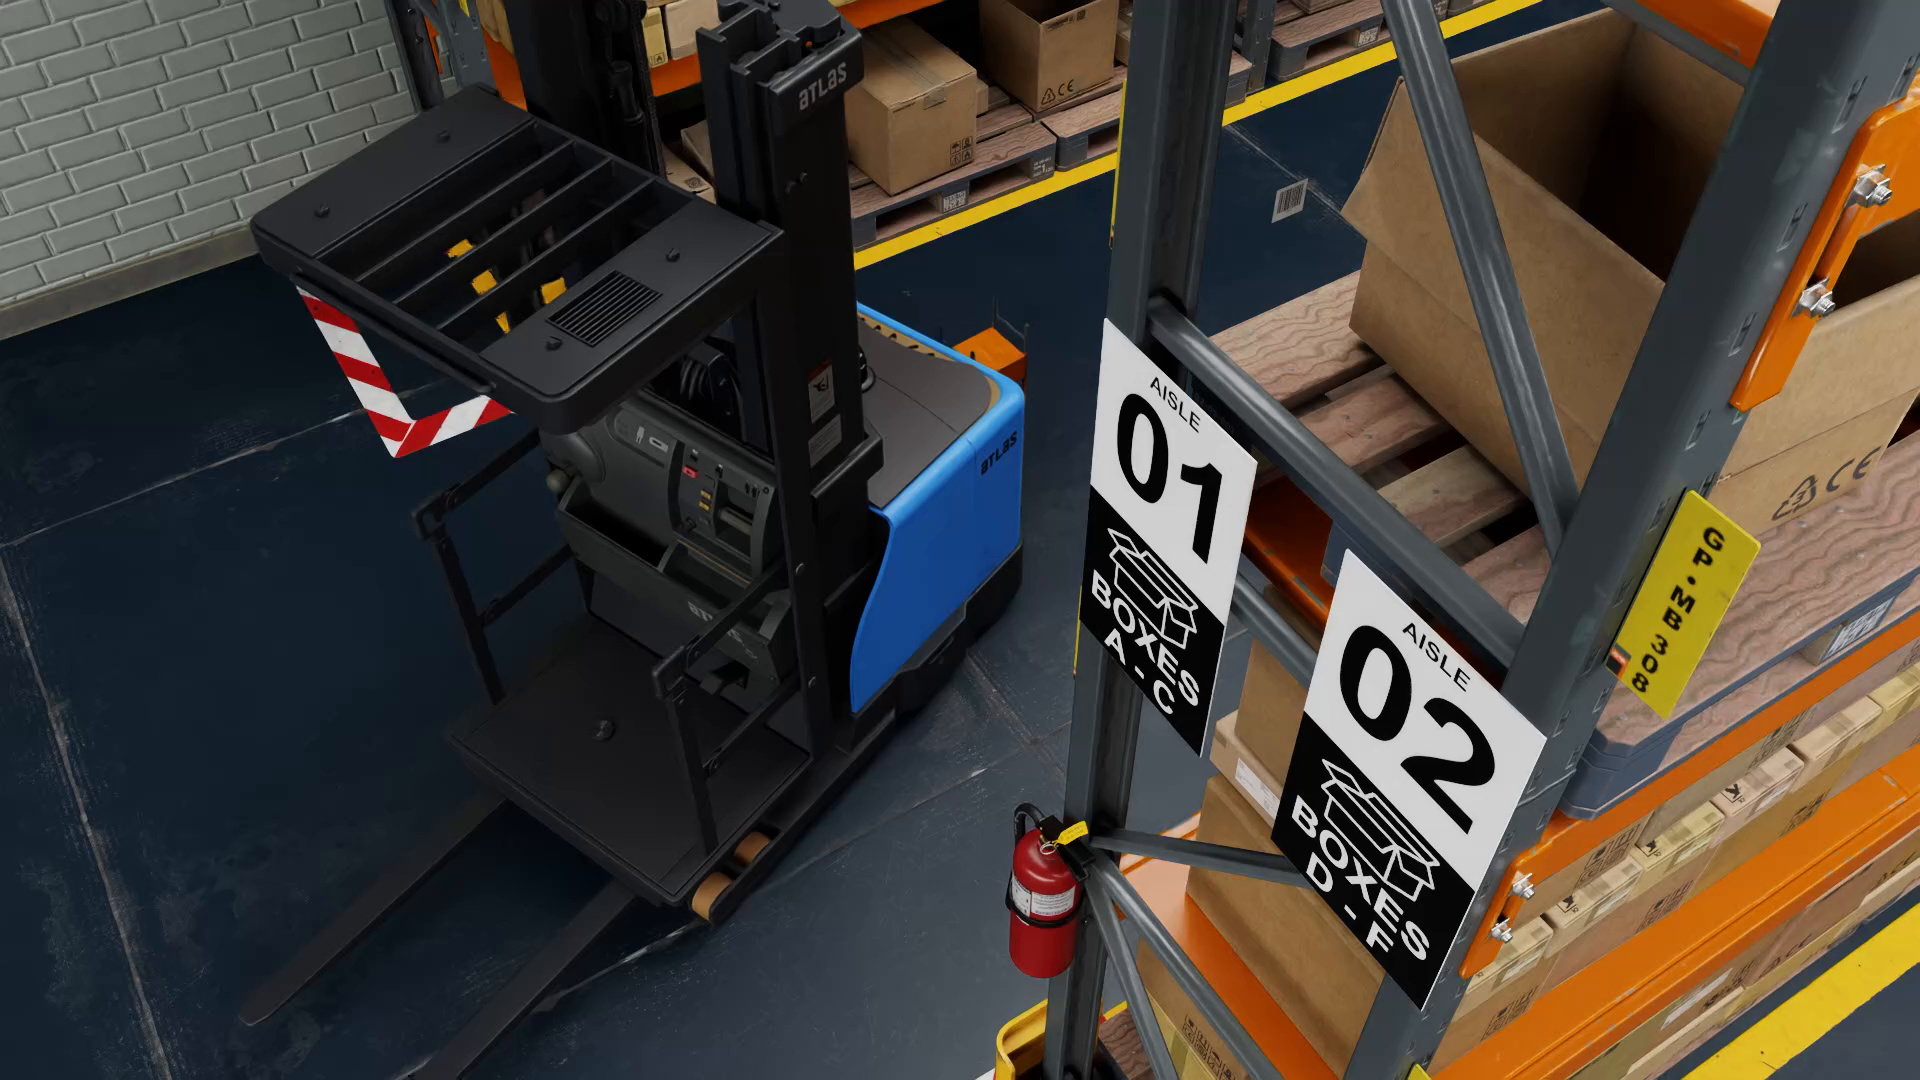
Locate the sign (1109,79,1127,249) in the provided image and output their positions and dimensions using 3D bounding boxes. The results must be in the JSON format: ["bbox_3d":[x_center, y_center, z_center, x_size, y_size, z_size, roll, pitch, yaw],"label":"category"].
[{"bbox_3d":[0.280,-0.570,2.646,0.005,0.325,0.100,-25,53,-21],"label":"sign"}]

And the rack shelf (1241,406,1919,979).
[{"bbox_3d":[2.249,-0.511,3.615,4.000,0.370,1.077,-25,53,-21],"label":"rack shelf"}]

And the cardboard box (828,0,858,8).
[{"bbox_3d":[-0.641,-2.449,6.955,0.500,0.250,0.500,-26,53,-21],"label":"cardboard box"}]

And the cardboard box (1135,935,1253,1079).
[{"bbox_3d":[0.852,1.168,4.704,0.500,0.500,0.500,-25,53,-21],"label":"cardboard box"}]

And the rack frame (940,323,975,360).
[{"bbox_3d":[-0.009,-0.370,6.322,0.008,1.050,0.200,-30,55,-24],"label":"rack frame"}]

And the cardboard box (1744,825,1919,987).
[{"bbox_3d":[2.400,0.901,4.943,0.500,0.500,0.500,-25,53,-21],"label":"cardboard box"}]

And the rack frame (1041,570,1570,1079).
[{"bbox_3d":[0.557,1.044,3.757,0.127,3.000,1.000,-25,53,-21],"label":"rack frame"}]

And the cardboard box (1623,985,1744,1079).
[{"bbox_3d":[1.974,1.345,5.049,0.500,0.250,0.500,-25,53,-21],"label":"cardboard box"}]

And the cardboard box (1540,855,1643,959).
[{"bbox_3d":[1.226,0.668,3.590,0.250,0.149,0.380,-27,53,-22],"label":"cardboard box"}]

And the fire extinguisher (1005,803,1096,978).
[{"bbox_3d":[0.209,0.824,4.005,0.183,0.674,0.296,-25,53,-21],"label":"fire extinguisher"}]

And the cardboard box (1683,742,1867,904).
[{"bbox_3d":[1.824,0.427,4.240,0.500,0.500,0.700,-25,53,-21],"label":"cardboard box"}]

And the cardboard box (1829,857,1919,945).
[{"bbox_3d":[2.822,0.950,5.401,0.500,0.250,0.500,-25,53,-21],"label":"cardboard box"}]

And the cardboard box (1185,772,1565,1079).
[{"bbox_3d":[0.959,0.833,3.878,0.500,0.500,0.700,-25,53,-21],"label":"cardboard box"}]

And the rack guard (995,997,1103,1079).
[{"bbox_3d":[0.537,1.885,4.682,0.348,0.500,1.175,-25,53,-21],"label":"rack guard"}]

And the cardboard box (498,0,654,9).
[{"bbox_3d":[-1.525,-2.289,6.311,0.500,0.500,0.500,-25,53,-21],"label":"cardboard box"}]

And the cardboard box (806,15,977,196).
[{"bbox_3d":[-0.327,-2.105,7.940,0.500,0.500,0.700,-28,54,-23],"label":"cardboard box"}]

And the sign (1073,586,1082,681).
[{"bbox_3d":[0.280,0.232,3.546,0.005,0.325,0.100,-25,53,-21],"label":"sign"}]

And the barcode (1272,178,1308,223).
[{"bbox_3d":[0.555,-0.571,2.798,0.075,0.075,0.001,-25,53,-21],"label":"barcode"}]

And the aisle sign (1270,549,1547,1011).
[{"bbox_3d":[0.665,0.399,2.590,0.004,0.787,0.394,-25,53,-21],"label":"aisle sign"}]

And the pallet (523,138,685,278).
[{"bbox_3d":[-1.319,-1.487,7.878,1.213,0.211,1.003,-25,53,-21],"label":"pallet"}]

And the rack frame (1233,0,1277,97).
[{"bbox_3d":[1.294,-3.677,7.961,0.127,3.000,1.000,-25,53,-21],"label":"rack frame"}]

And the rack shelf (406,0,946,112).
[{"bbox_3d":[-0.398,-2.641,7.520,4.000,0.370,1.077,-25,53,-21],"label":"rack shelf"}]

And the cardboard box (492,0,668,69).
[{"bbox_3d":[-1.507,-2.034,6.585,0.500,0.250,0.500,-27,54,-22],"label":"cardboard box"}]

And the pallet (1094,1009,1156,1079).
[{"bbox_3d":[1.182,1.640,5.093,1.213,0.211,1.003,-25,53,-21],"label":"pallet"}]

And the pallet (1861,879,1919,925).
[{"bbox_3d":[3.245,0.668,5.959,1.213,0.211,1.003,-25,53,-21],"label":"pallet"}]

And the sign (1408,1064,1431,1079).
[{"bbox_3d":[0.848,1.083,3.090,0.005,0.325,0.100,-25,53,-21],"label":"sign"}]

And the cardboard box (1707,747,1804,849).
[{"bbox_3d":[1.652,0.470,3.766,0.250,0.149,0.380,-26,53,-21],"label":"cardboard box"}]

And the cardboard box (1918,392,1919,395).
[{"bbox_3d":[1.646,-0.413,2.840,0.250,0.149,0.380,-25,53,-21],"label":"cardboard box"}]

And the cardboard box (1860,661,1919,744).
[{"bbox_3d":[2.092,0.261,3.953,0.250,0.149,0.380,-26,53,-21],"label":"cardboard box"}]

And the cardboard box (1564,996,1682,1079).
[{"bbox_3d":[1.551,1.296,4.590,0.500,0.500,0.500,-25,53,-21],"label":"cardboard box"}]

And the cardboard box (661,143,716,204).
[{"bbox_3d":[-1.456,-1.554,7.576,0.500,0.311,0.500,-31,55,-25],"label":"cardboard box"}]

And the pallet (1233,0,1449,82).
[{"bbox_3d":[1.952,-3.061,9.280,1.213,0.211,1.003,-25,53,-21],"label":"pallet"}]

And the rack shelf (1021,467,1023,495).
[{"bbox_3d":[0.088,-0.233,6.586,0.240,0.259,0.215,-30,55,-24],"label":"rack shelf"}]

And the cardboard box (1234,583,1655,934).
[{"bbox_3d":[1.004,0.381,3.412,0.500,0.500,0.700,-25,53,-21],"label":"cardboard box"}]

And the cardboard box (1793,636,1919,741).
[{"bbox_3d":[1.871,-0.034,3.781,0.500,0.500,0.700,-25,53,-21],"label":"cardboard box"}]

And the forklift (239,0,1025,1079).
[{"bbox_3d":[-1.042,-0.125,4.844,1.130,2.935,3.031,29,54,23],"label":"forklift"}]

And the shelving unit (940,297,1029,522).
[{"bbox_3d":[0.088,-0.425,6.371,0.252,1.050,0.215,-30,55,-24],"label":"shelving unit"}]

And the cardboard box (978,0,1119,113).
[{"bbox_3d":[0.437,-2.553,8.340,0.500,0.500,0.500,-29,54,-23],"label":"cardboard box"}]
